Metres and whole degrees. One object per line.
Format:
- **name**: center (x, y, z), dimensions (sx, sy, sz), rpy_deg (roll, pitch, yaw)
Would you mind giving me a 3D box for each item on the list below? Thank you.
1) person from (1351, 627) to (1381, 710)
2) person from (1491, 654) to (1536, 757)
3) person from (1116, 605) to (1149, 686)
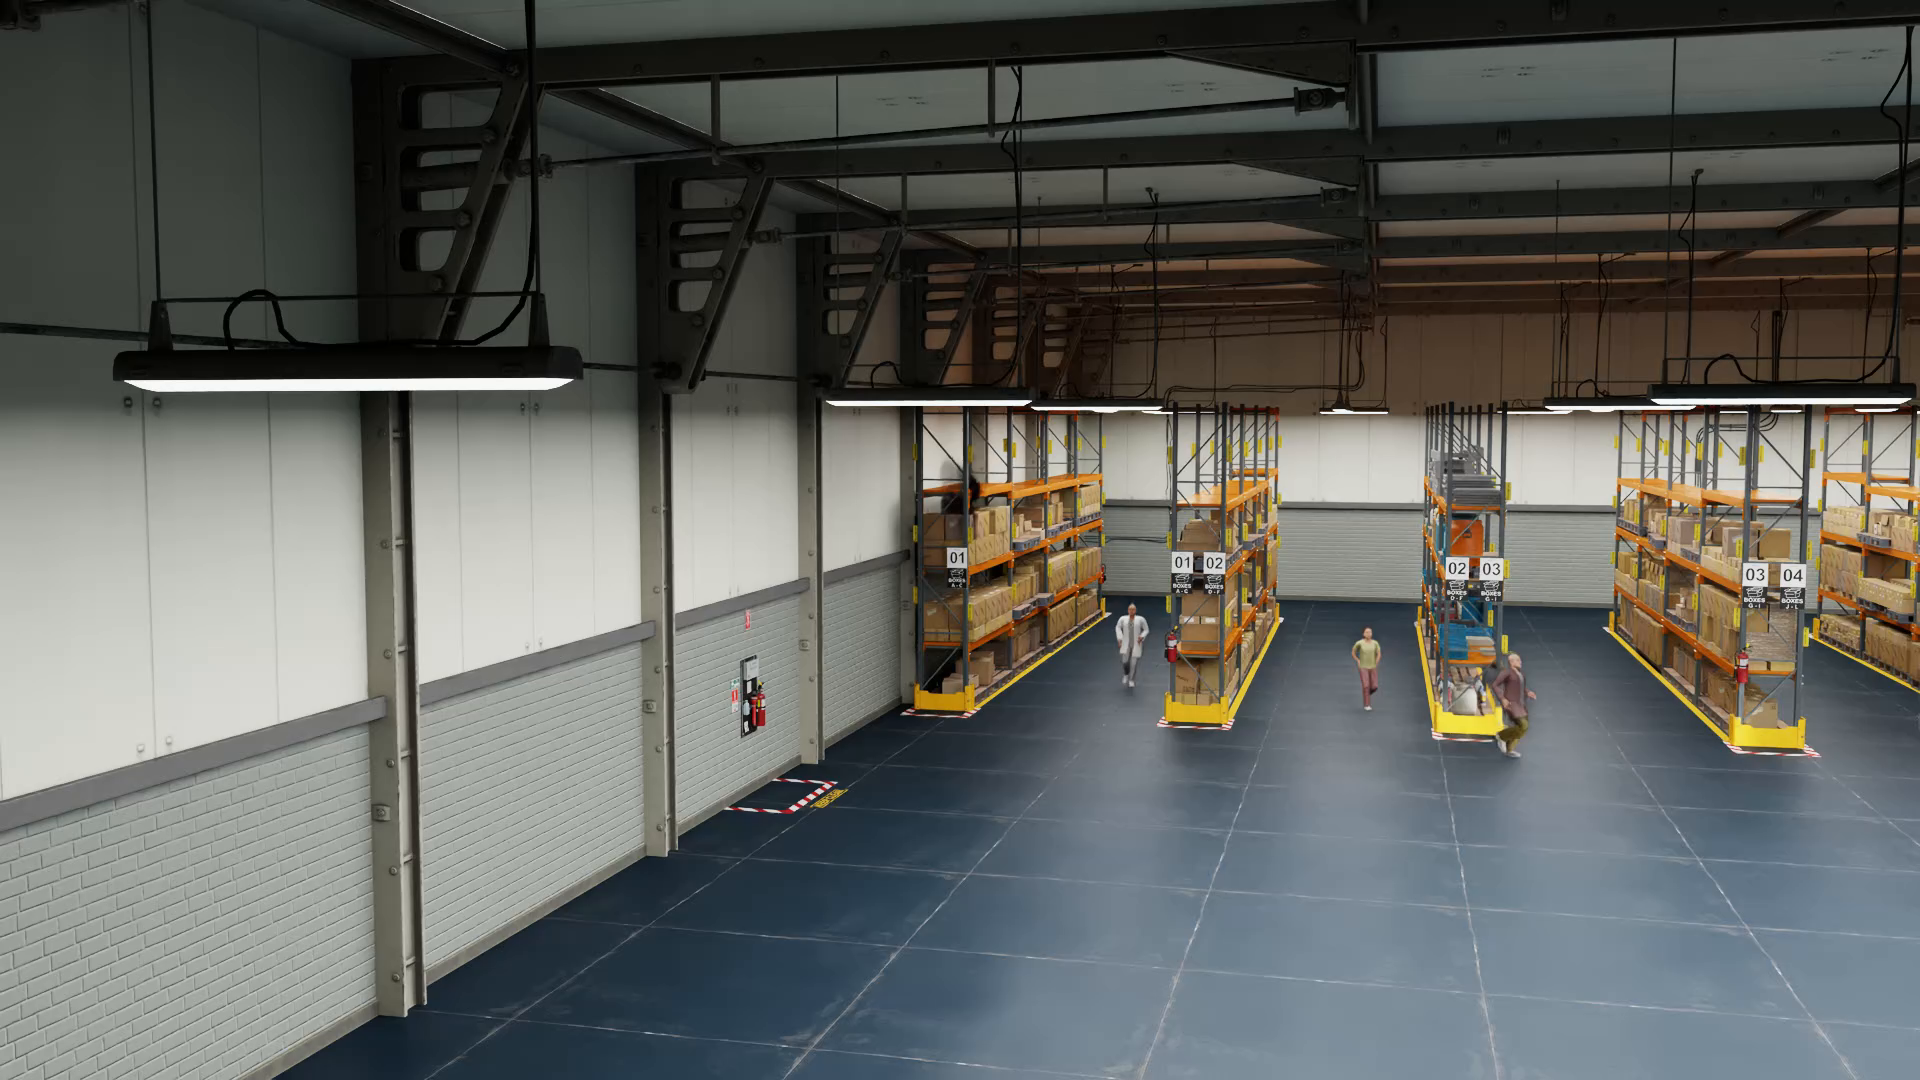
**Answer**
- **person**: center (7.970, 2.501, 32.603), dimensions (0.581, 1.621, 0.646), rpy_deg (0, 4, 0)
- **person**: center (9.365, 2.791, 27.966), dimensions (0.707, 1.737, 0.626), rpy_deg (-4, 6, -42)
- **person**: center (3.655, 2.244, 35.327), dimensions (0.722, 1.744, 0.628), rpy_deg (1, 4, 10)
